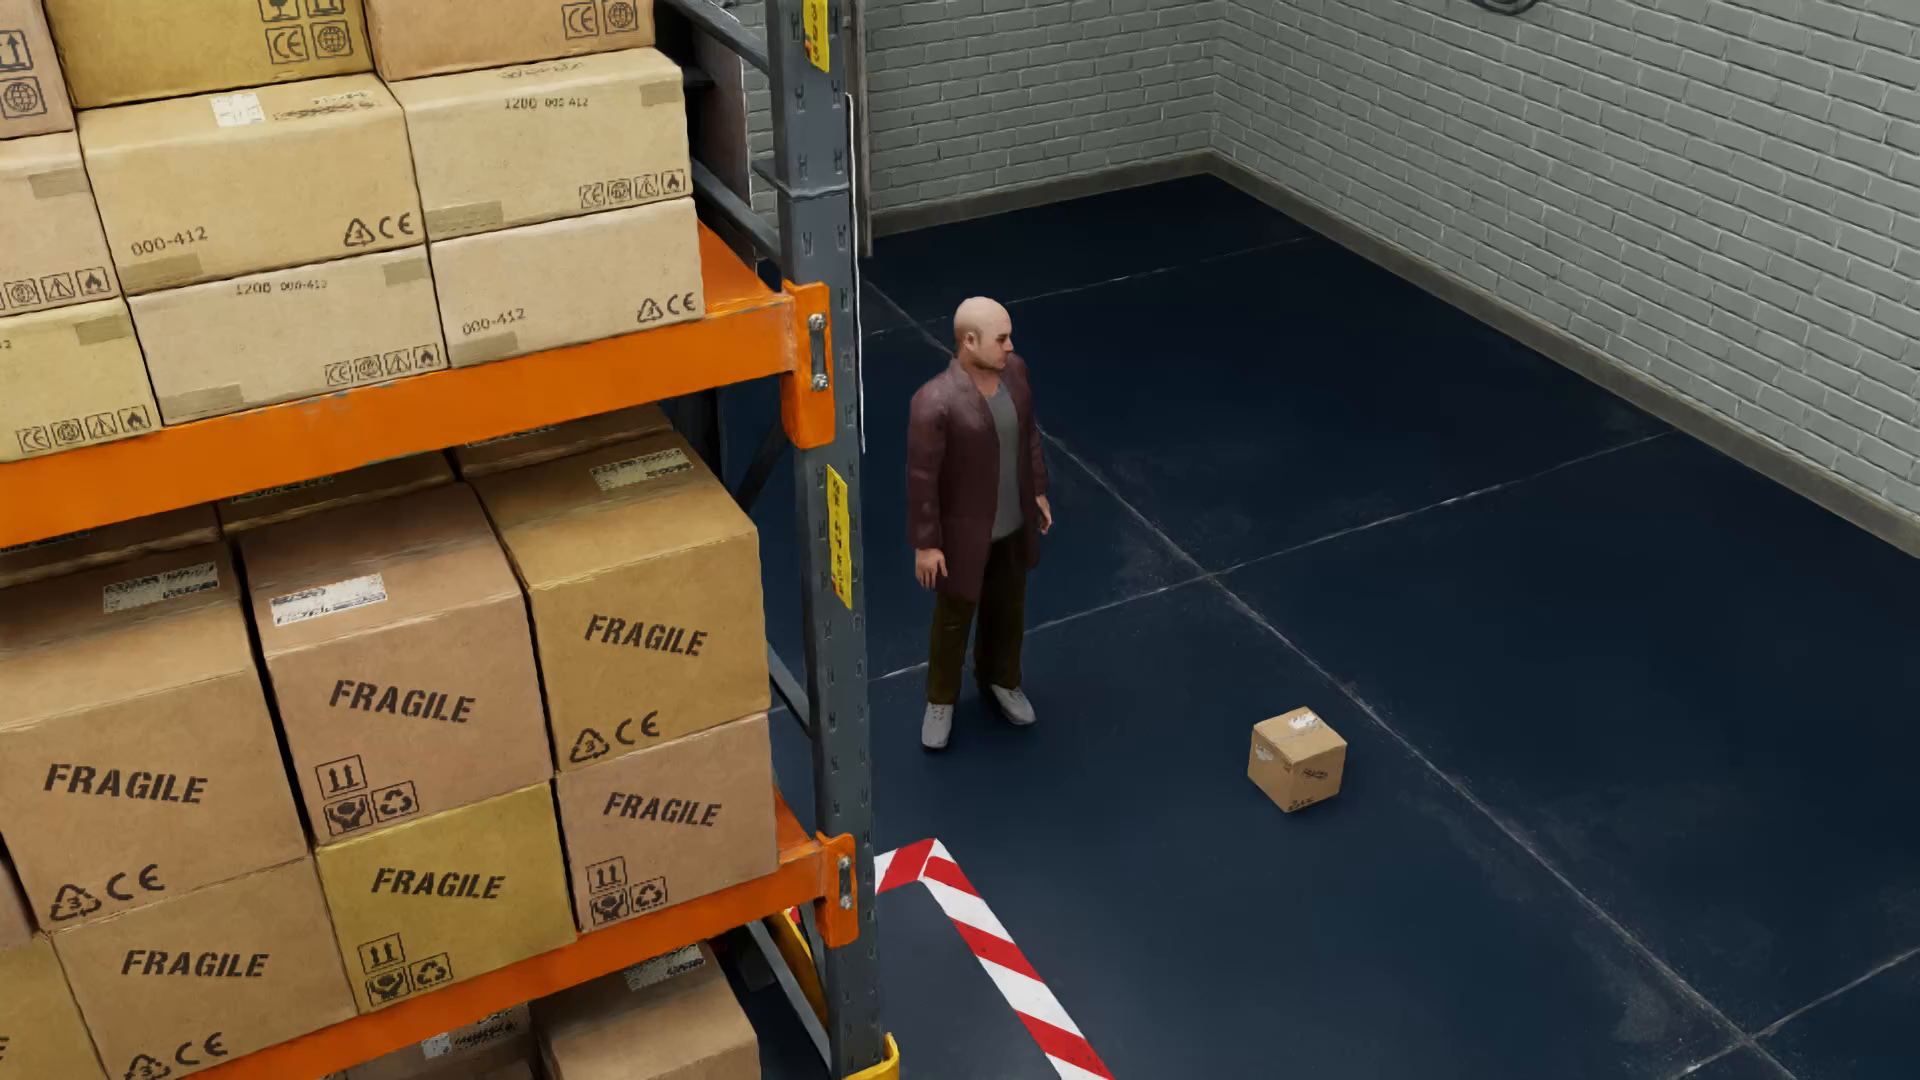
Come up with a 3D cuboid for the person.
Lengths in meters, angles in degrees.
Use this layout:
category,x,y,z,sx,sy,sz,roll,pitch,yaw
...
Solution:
category,x,y,z,sx,sy,sz,roll,pitch,yaw
person,0.093,-0.058,6.189,0.659,1.791,0.421,-24,40,-32
